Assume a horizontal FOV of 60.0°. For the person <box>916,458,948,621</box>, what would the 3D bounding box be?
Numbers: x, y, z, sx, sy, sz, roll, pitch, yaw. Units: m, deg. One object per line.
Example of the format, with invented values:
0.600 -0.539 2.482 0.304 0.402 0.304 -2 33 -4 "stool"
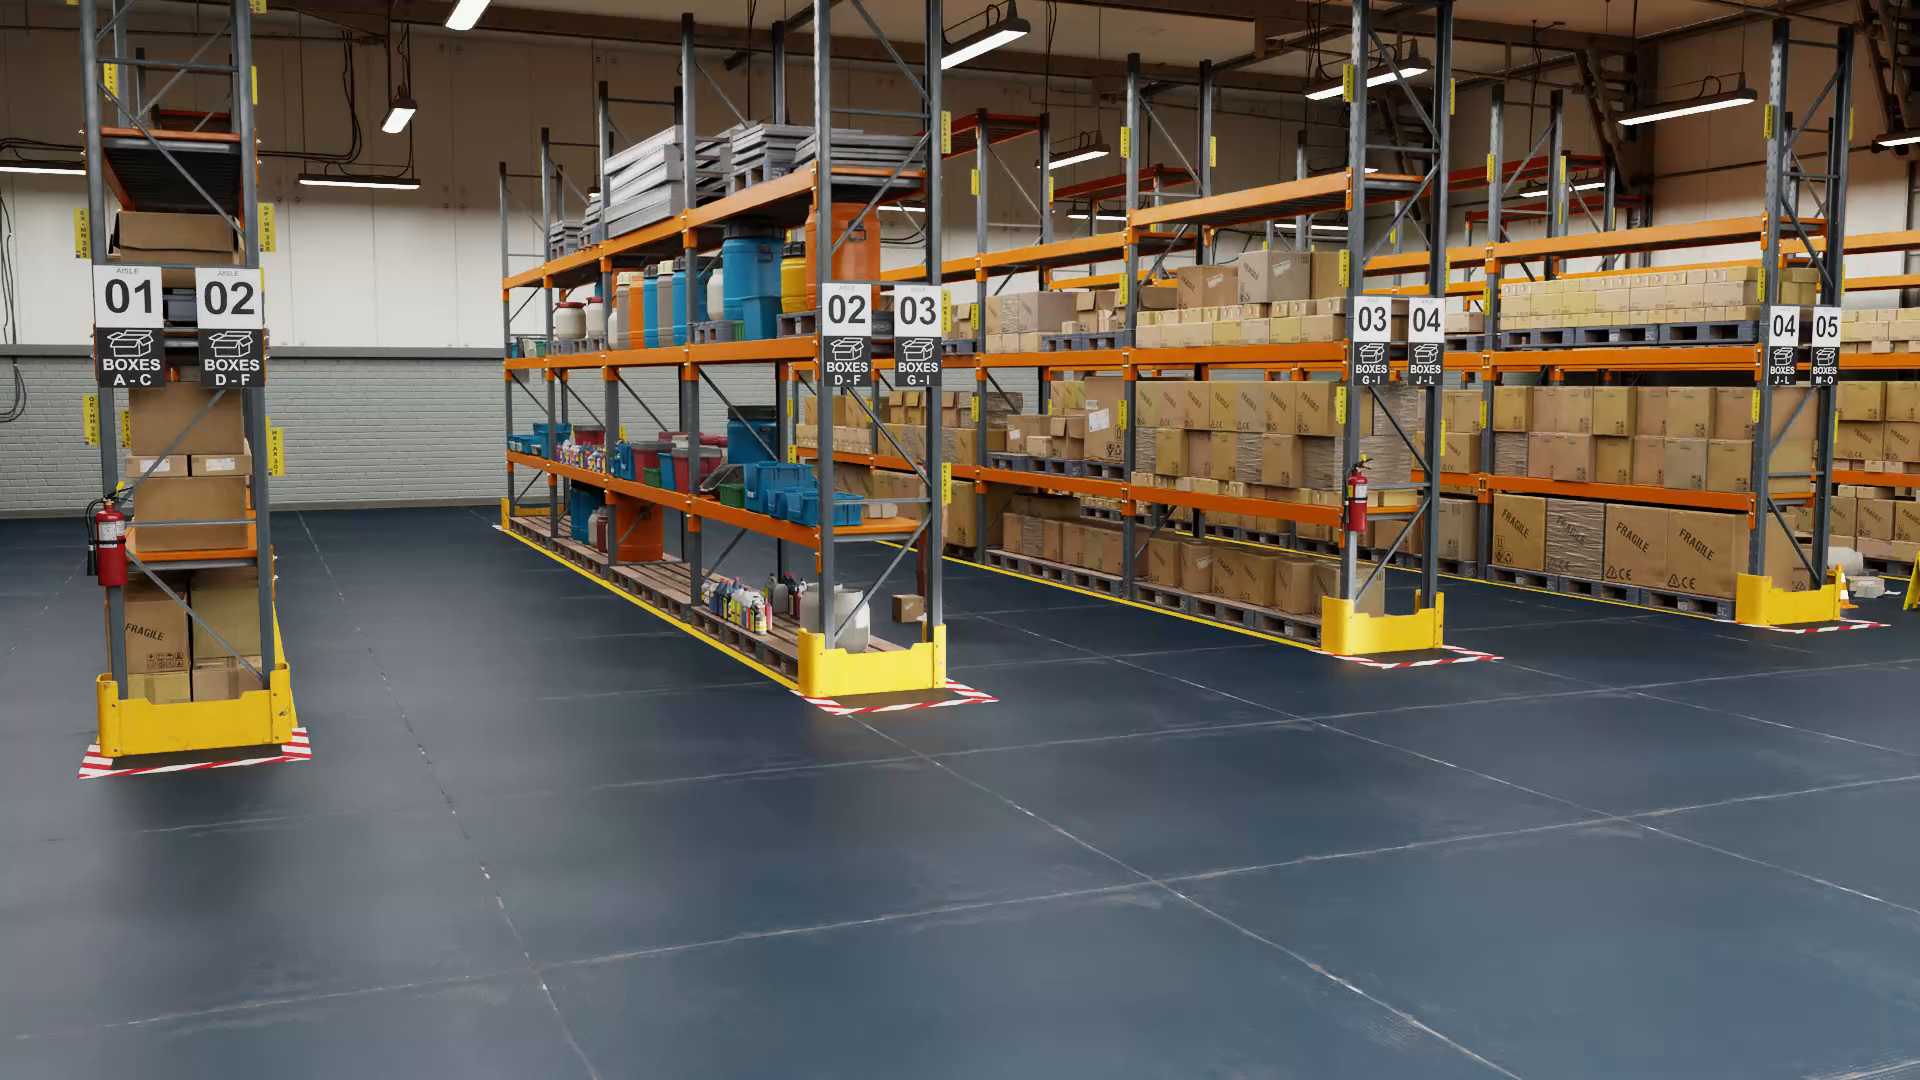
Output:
-0.338 -0.015 17.118 0.408 1.673 0.519 -3 6 -26 "person"
